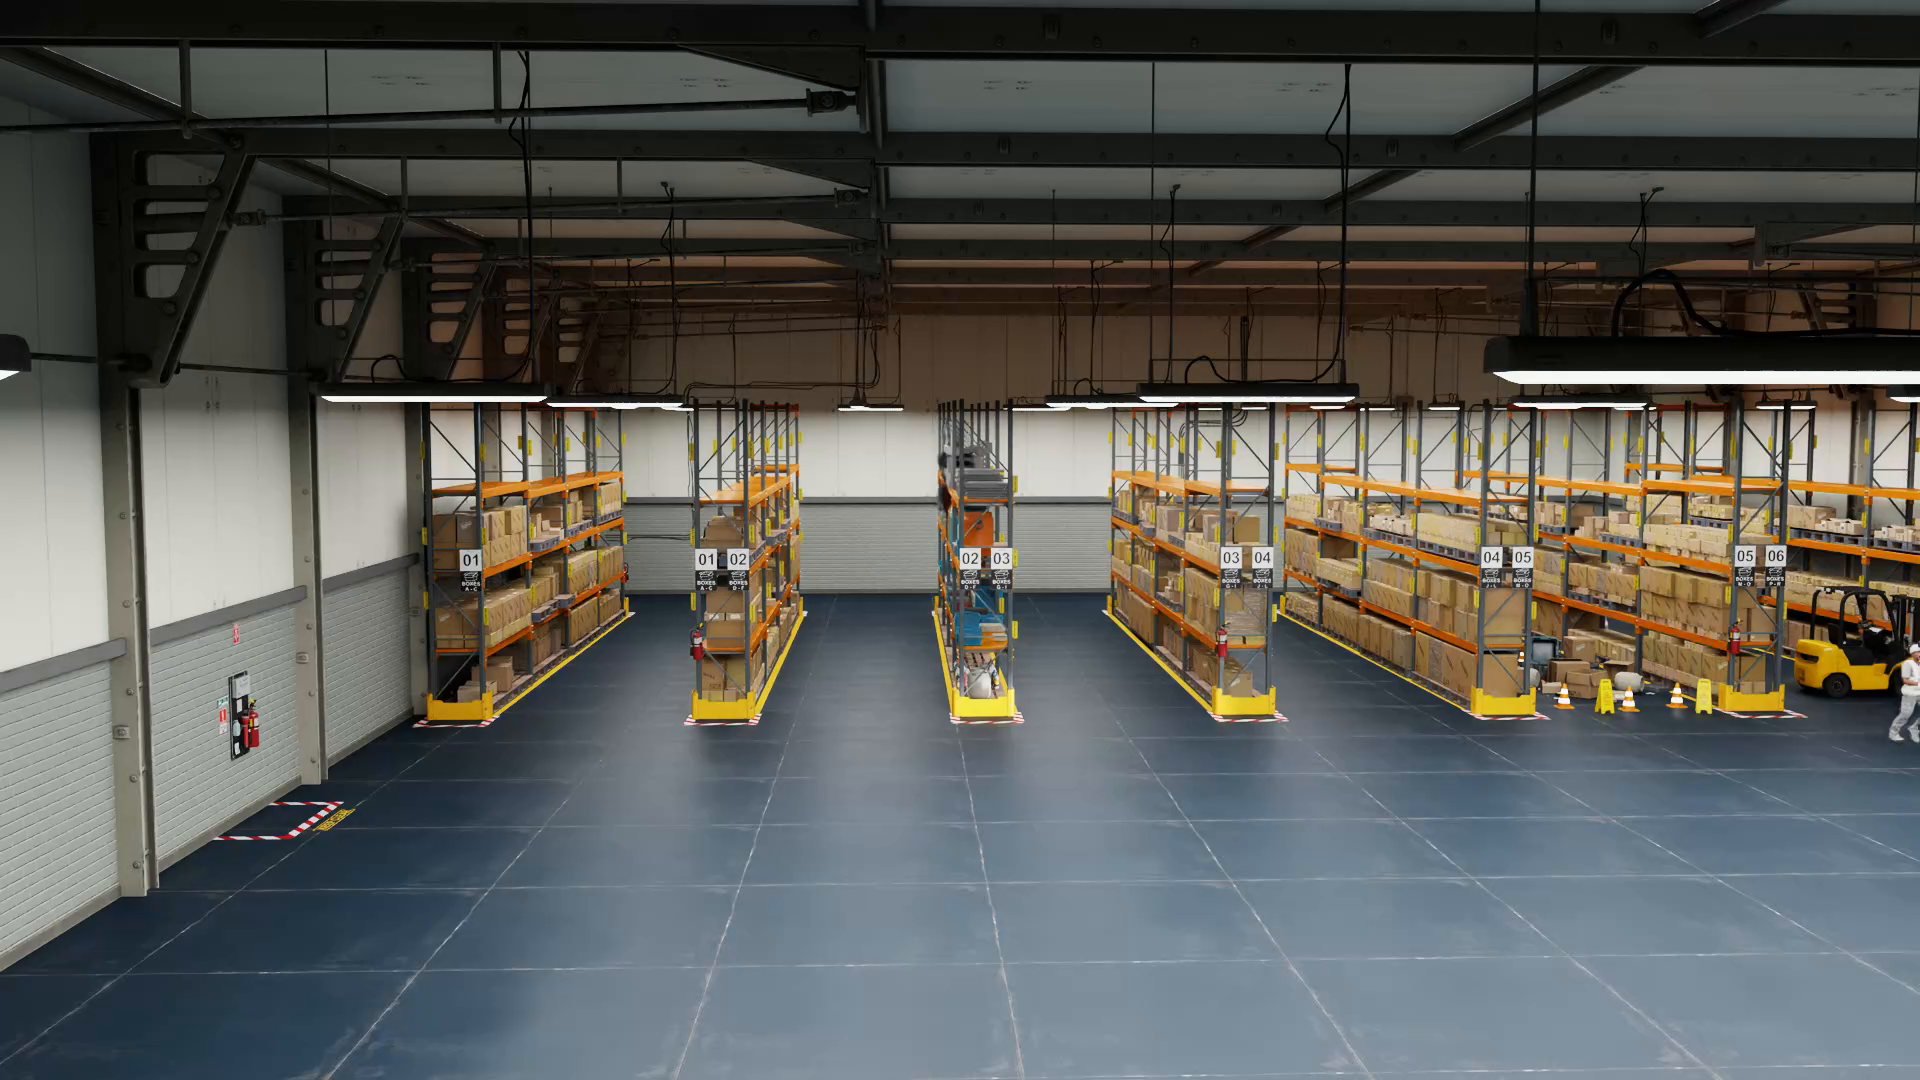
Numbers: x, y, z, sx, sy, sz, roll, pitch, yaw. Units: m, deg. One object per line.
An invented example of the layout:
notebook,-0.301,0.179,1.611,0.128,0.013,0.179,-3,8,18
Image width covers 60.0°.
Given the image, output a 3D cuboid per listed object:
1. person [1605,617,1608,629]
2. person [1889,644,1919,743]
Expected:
person,16.362,1.599,42.614,0.588,1.831,0.835,0,4,-3
person,16.496,2.649,28.668,0.699,1.730,0.840,-1,4,-15
